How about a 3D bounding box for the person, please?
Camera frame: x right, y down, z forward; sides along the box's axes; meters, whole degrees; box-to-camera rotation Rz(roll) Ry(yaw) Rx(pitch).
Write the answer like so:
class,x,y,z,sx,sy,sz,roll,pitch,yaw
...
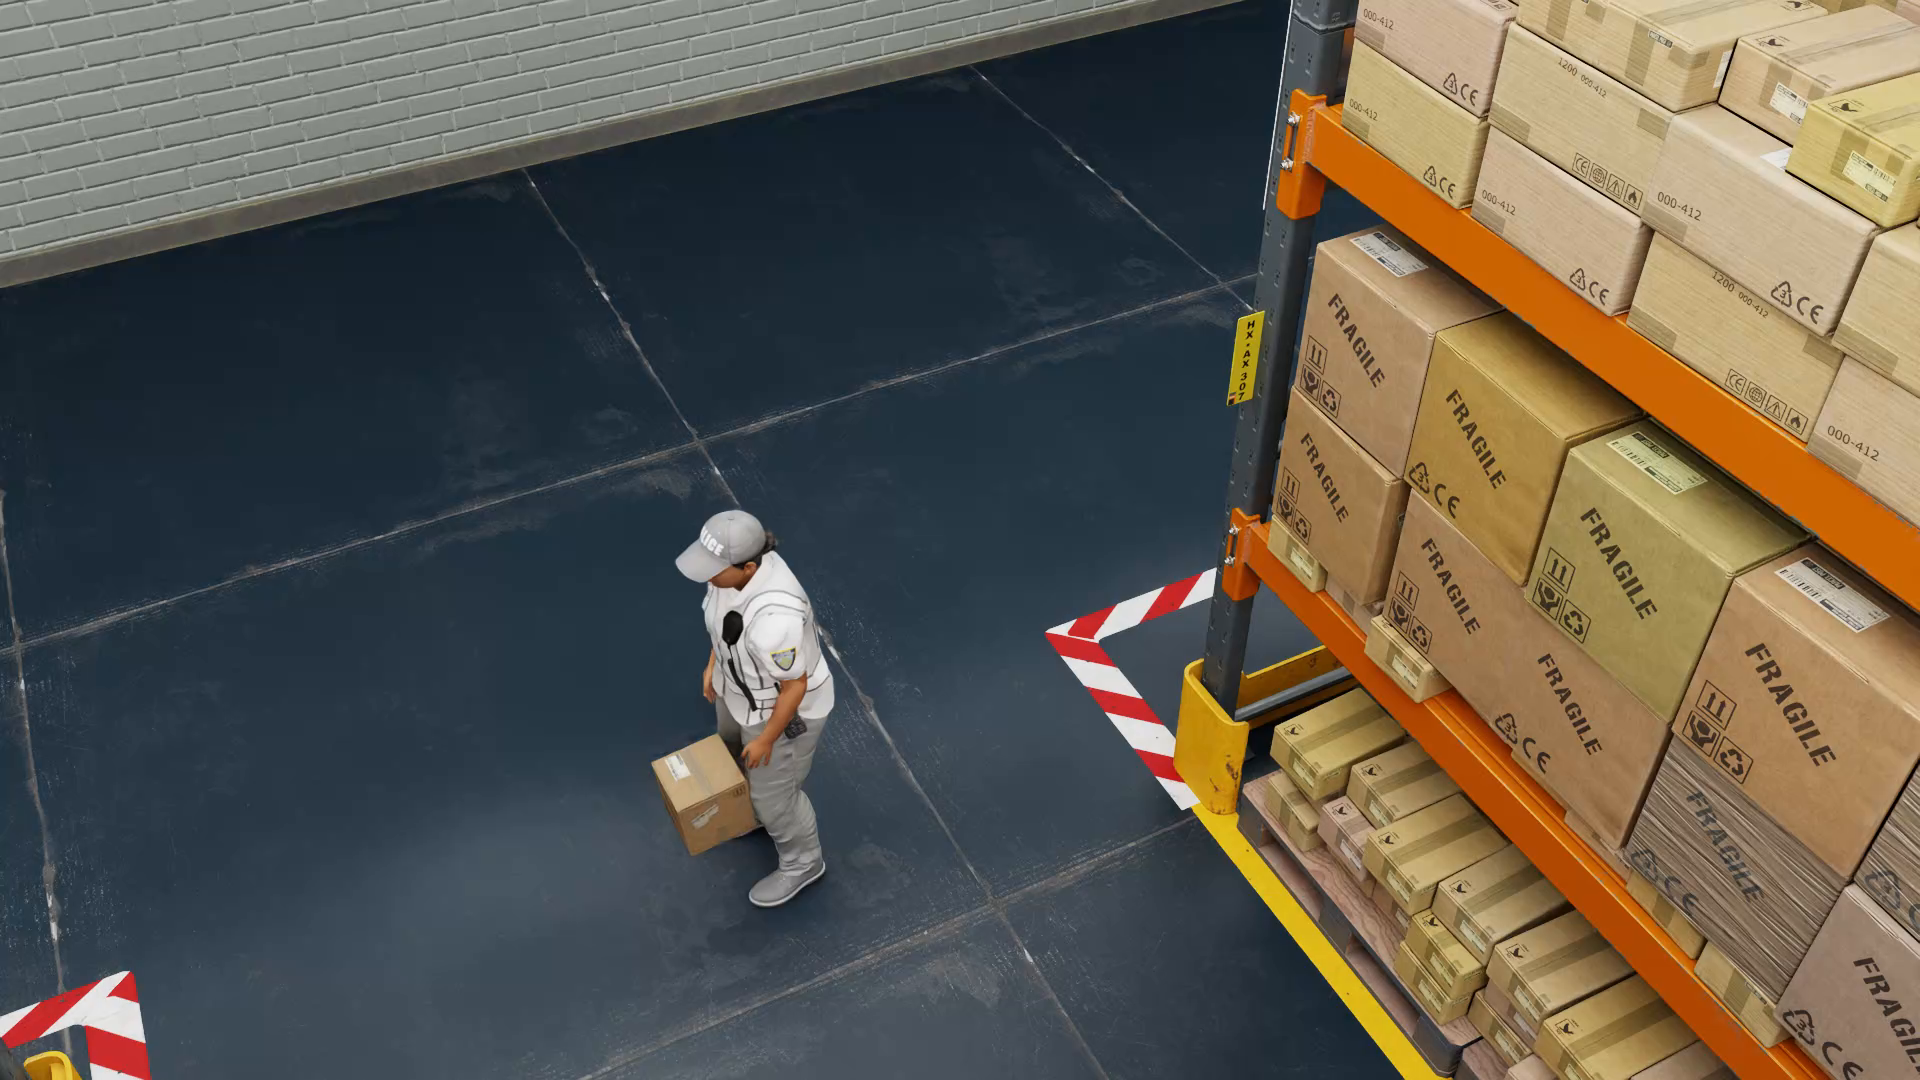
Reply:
class,x,y,z,sx,sy,sz,roll,pitch,yaw
person,-0.667,0.529,5.554,0.439,1.670,0.526,-20,45,-21
